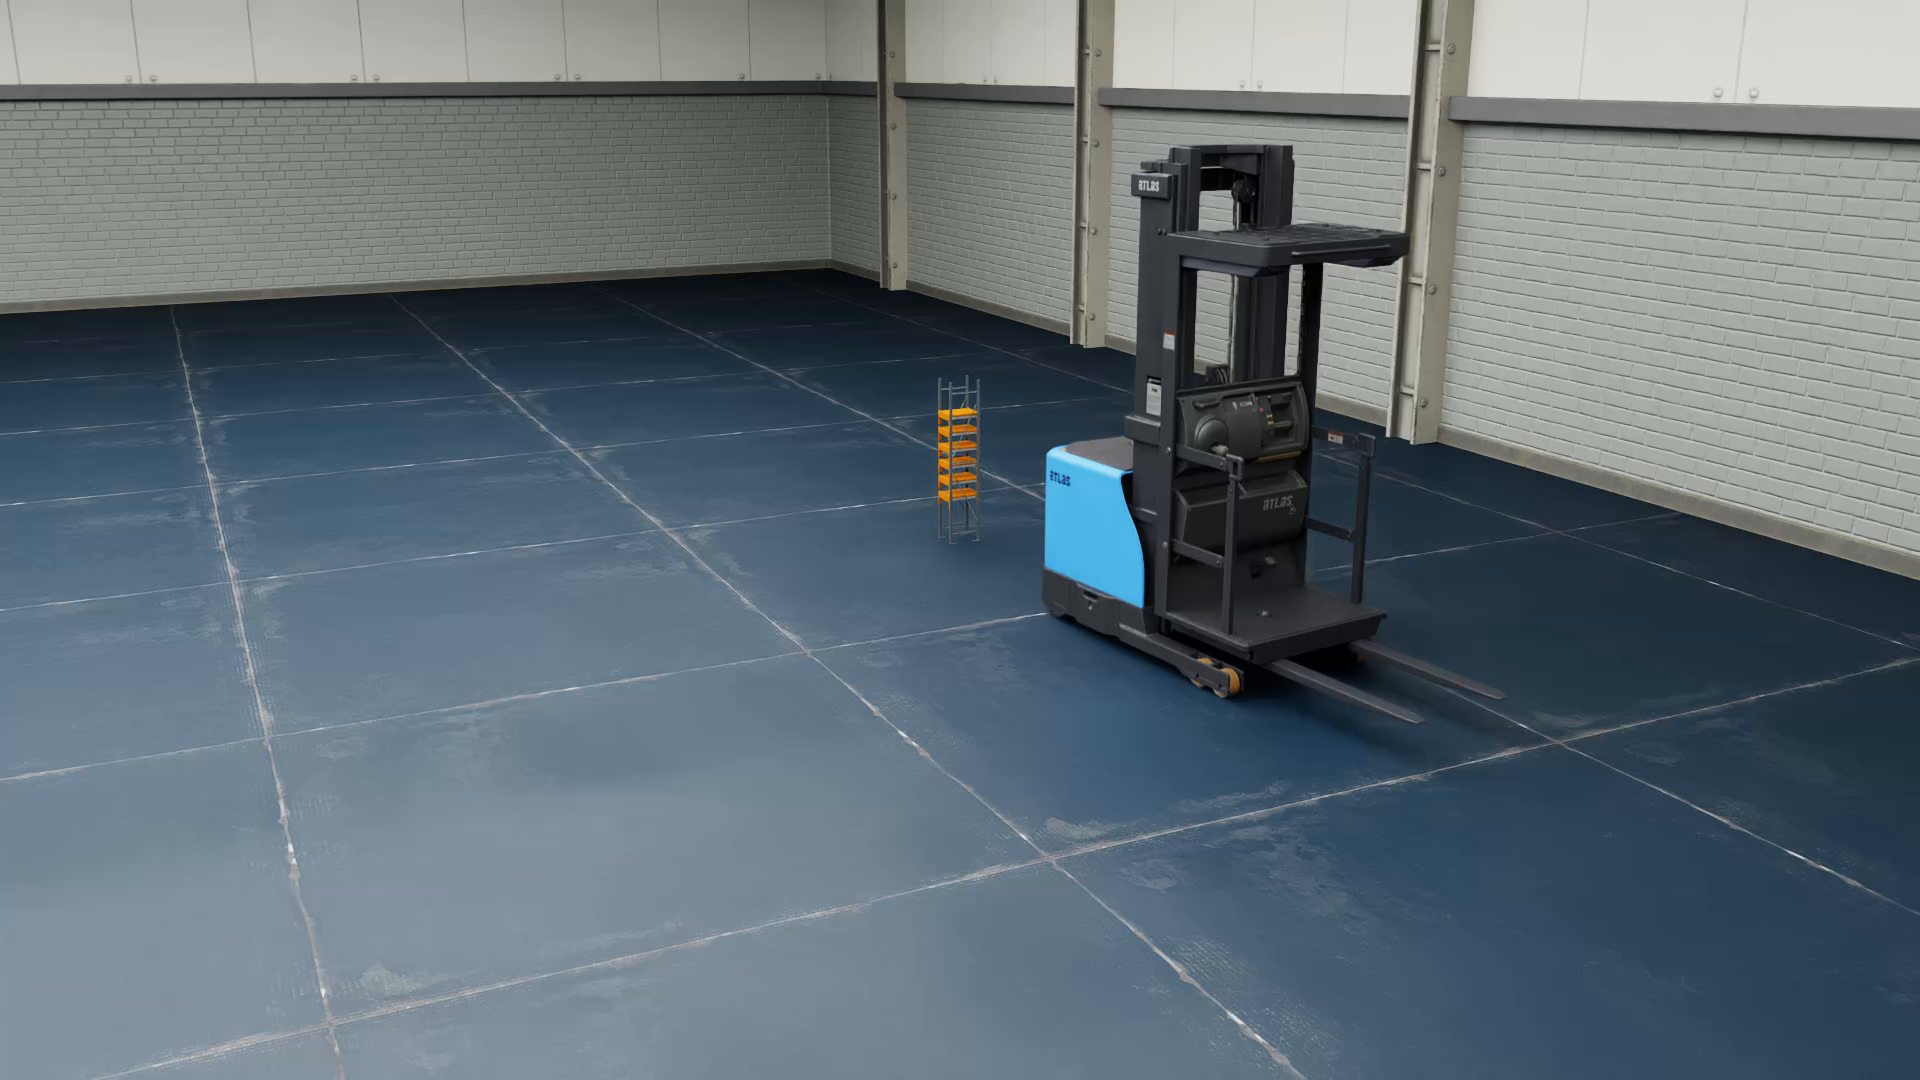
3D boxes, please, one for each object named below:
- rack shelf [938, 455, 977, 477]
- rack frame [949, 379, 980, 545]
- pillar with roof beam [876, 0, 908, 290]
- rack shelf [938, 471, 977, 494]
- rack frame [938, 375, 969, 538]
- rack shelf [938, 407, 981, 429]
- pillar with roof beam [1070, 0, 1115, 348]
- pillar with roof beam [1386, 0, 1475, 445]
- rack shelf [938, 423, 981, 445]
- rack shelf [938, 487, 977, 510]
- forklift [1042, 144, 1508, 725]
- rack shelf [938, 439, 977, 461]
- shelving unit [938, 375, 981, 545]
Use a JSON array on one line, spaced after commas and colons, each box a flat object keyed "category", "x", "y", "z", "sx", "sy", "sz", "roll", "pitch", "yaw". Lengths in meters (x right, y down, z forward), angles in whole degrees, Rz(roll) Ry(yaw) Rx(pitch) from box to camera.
[{"category": "rack shelf", "x": -0.006, "y": -0.538, "z": 12.110, "sx": 0.258, "sy": 0.103, "sz": 0.180, "roll": -8, "pitch": 18, "yaw": -25}, {"category": "rack frame", "x": 0.034, "y": -0.558, "z": 12.019, "sx": 0.240, "sy": 1.200, "sz": 0.006, "roll": -8, "pitch": 18, "yaw": -25}, {"category": "pillar with roof beam", "x": -4.899, "y": -7.726, "z": 22.861, "sx": 9.100, "sy": 9.000, "sz": 0.400, "roll": -8, "pitch": 18, "yaw": -25}, {"category": "rack shelf", "x": -0.006, "y": -0.422, "z": 12.143, "sx": 0.258, "sy": 0.103, "sz": 0.180, "roll": -8, "pitch": 18, "yaw": -25}, {"category": "rack frame", "x": -0.046, "y": -0.603, "z": 12.177, "sx": 0.240, "sy": 1.200, "sz": 0.006, "roll": -8, "pitch": 18, "yaw": -25}, {"category": "rack shelf", "x": -0.006, "y": -0.884, "z": 12.011, "sx": 0.258, "sy": 0.103, "sz": 0.180, "roll": -8, "pitch": 18, "yaw": -25}, {"category": "pillar with roof beam", "x": -2.270, "y": -6.239, "z": 17.676, "sx": 9.100, "sy": 9.000, "sz": 0.400, "roll": -8, "pitch": 18, "yaw": -25}, {"category": "pillar with roof beam", "x": 0.358, "y": -4.751, "z": 12.492, "sx": 9.100, "sy": 9.000, "sz": 0.400, "roll": -8, "pitch": 18, "yaw": -25}, {"category": "rack shelf", "x": -0.006, "y": -0.768, "z": 12.044, "sx": 0.258, "sy": 0.103, "sz": 0.180, "roll": -8, "pitch": 18, "yaw": -25}, {"category": "rack shelf", "x": -0.006, "y": -0.307, "z": 12.176, "sx": 0.258, "sy": 0.103, "sz": 0.180, "roll": -8, "pitch": 18, "yaw": -25}, {"category": "forklift", "x": 1.740, "y": -0.683, "z": 9.316, "sx": 1.130, "sy": 2.935, "sz": 3.031, "roll": -10, "pitch": 19, "yaw": -31}, {"category": "rack shelf", "x": -0.006, "y": -0.653, "z": 12.077, "sx": 0.258, "sy": 0.103, "sz": 0.180, "roll": -8, "pitch": 18, "yaw": -25}, {"category": "shelving unit", "x": -0.006, "y": -0.580, "z": 12.098, "sx": 0.258, "sy": 1.200, "sz": 0.189, "roll": -8, "pitch": 18, "yaw": -25}]
